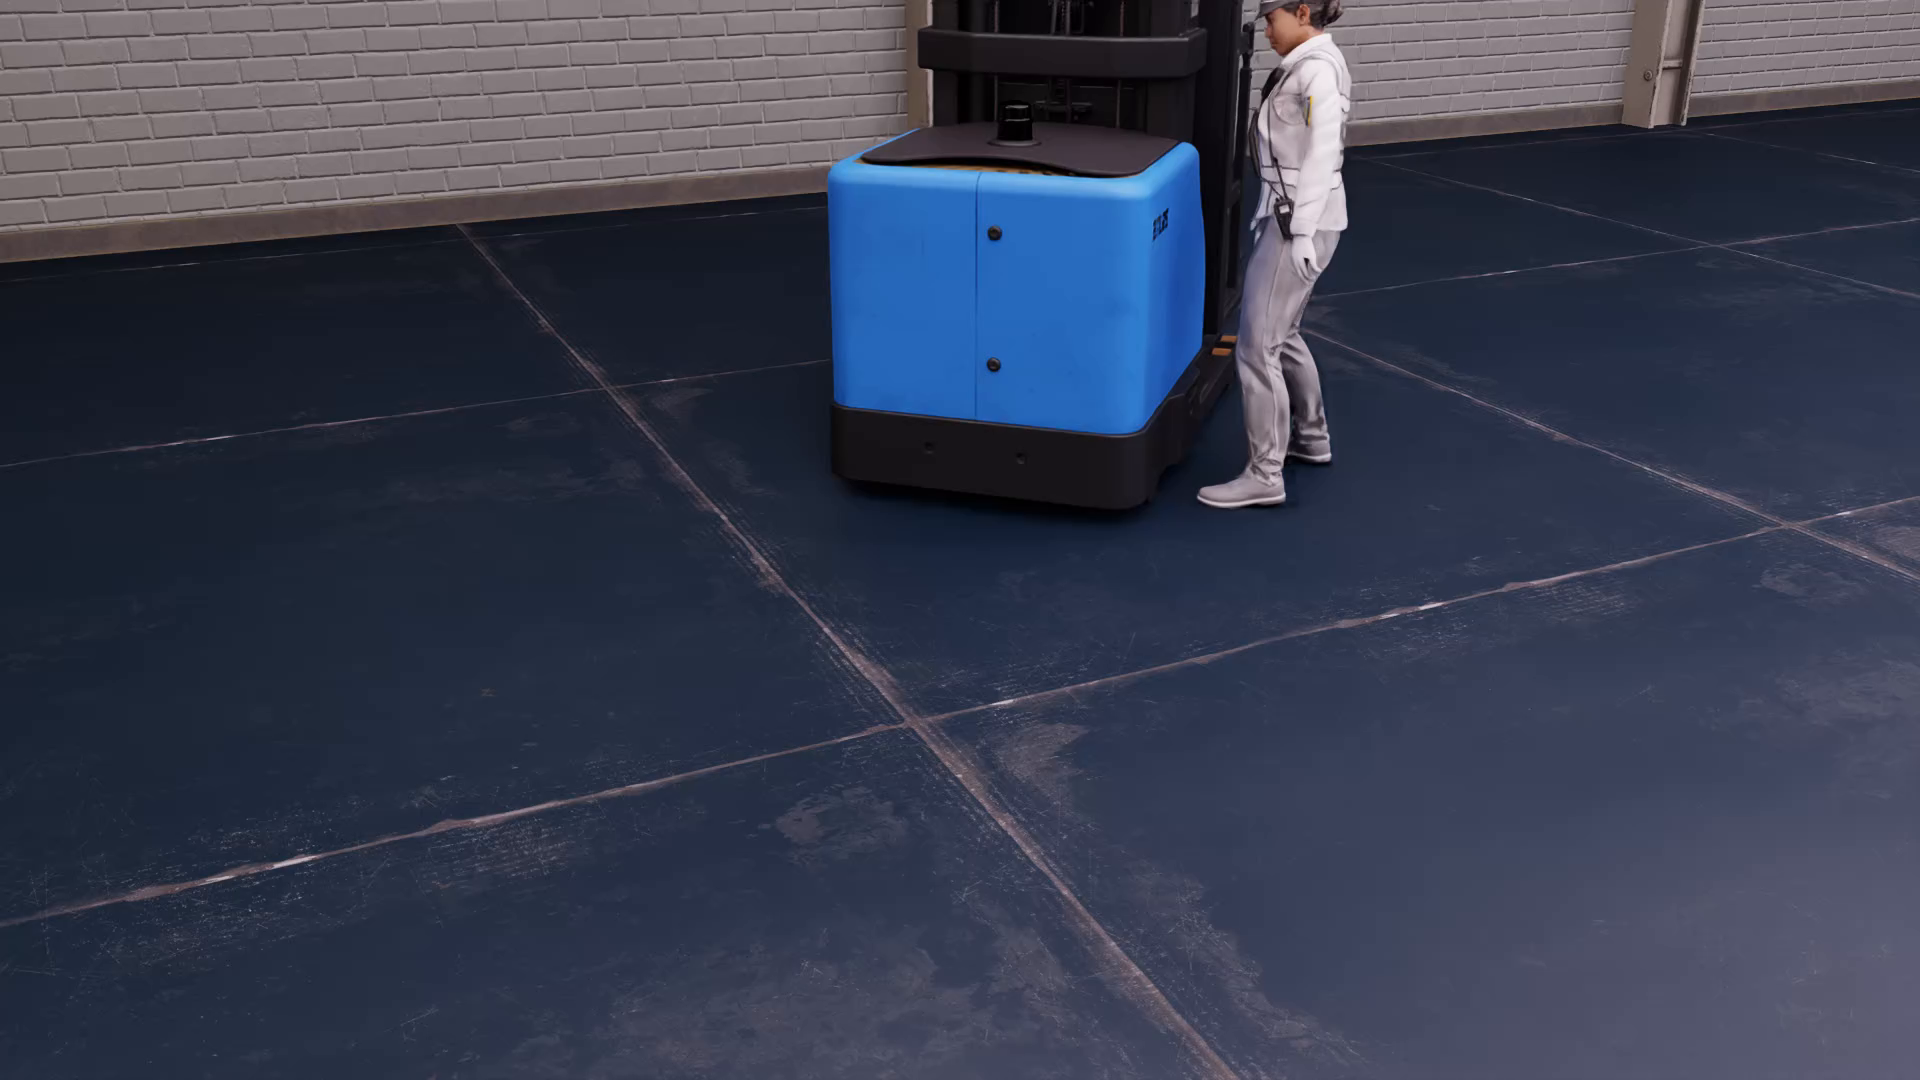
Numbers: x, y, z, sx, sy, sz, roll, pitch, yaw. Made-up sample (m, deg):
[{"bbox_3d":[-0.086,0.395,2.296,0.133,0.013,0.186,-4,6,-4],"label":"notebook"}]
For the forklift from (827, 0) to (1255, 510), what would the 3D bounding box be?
[{"bbox_3d":[0.524,-1.984,6.062,1.130,2.935,3.031,7,24,17],"label":"forklift"}]

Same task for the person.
[{"bbox_3d":[1.051,-0.981,5.350,0.393,1.638,0.777,6,23,15],"label":"person"}]
